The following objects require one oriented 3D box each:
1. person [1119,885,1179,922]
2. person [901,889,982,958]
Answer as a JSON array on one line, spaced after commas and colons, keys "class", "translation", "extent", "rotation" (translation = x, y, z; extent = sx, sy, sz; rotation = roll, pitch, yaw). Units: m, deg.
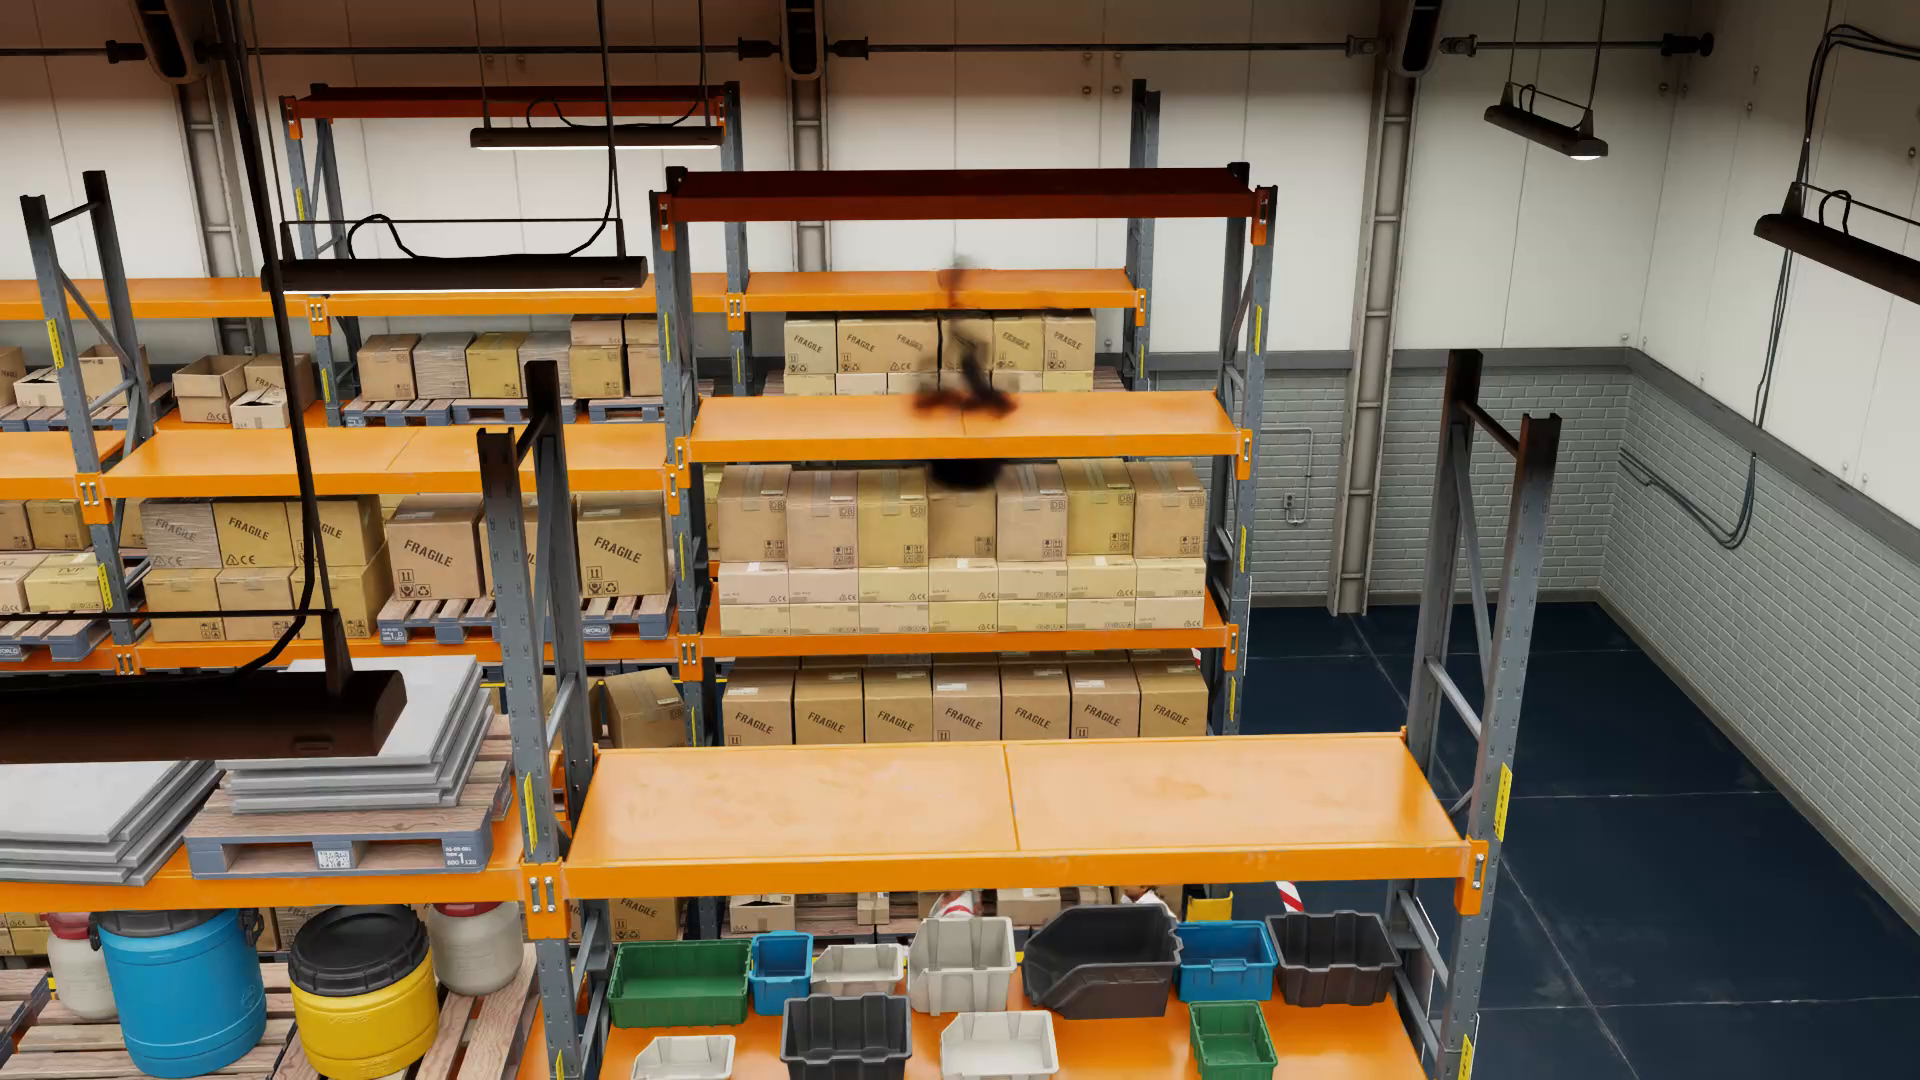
[{"class": "person", "translation": [1.296, 2.975, 11.644], "extent": [0.873, 1.626, 0.647], "rotation": [-8, 23, -19]}, {"class": "person", "translation": [-0.116, 2.948, 11.511], "extent": [0.652, 1.750, 0.647], "rotation": [-3, 22, -8]}]
